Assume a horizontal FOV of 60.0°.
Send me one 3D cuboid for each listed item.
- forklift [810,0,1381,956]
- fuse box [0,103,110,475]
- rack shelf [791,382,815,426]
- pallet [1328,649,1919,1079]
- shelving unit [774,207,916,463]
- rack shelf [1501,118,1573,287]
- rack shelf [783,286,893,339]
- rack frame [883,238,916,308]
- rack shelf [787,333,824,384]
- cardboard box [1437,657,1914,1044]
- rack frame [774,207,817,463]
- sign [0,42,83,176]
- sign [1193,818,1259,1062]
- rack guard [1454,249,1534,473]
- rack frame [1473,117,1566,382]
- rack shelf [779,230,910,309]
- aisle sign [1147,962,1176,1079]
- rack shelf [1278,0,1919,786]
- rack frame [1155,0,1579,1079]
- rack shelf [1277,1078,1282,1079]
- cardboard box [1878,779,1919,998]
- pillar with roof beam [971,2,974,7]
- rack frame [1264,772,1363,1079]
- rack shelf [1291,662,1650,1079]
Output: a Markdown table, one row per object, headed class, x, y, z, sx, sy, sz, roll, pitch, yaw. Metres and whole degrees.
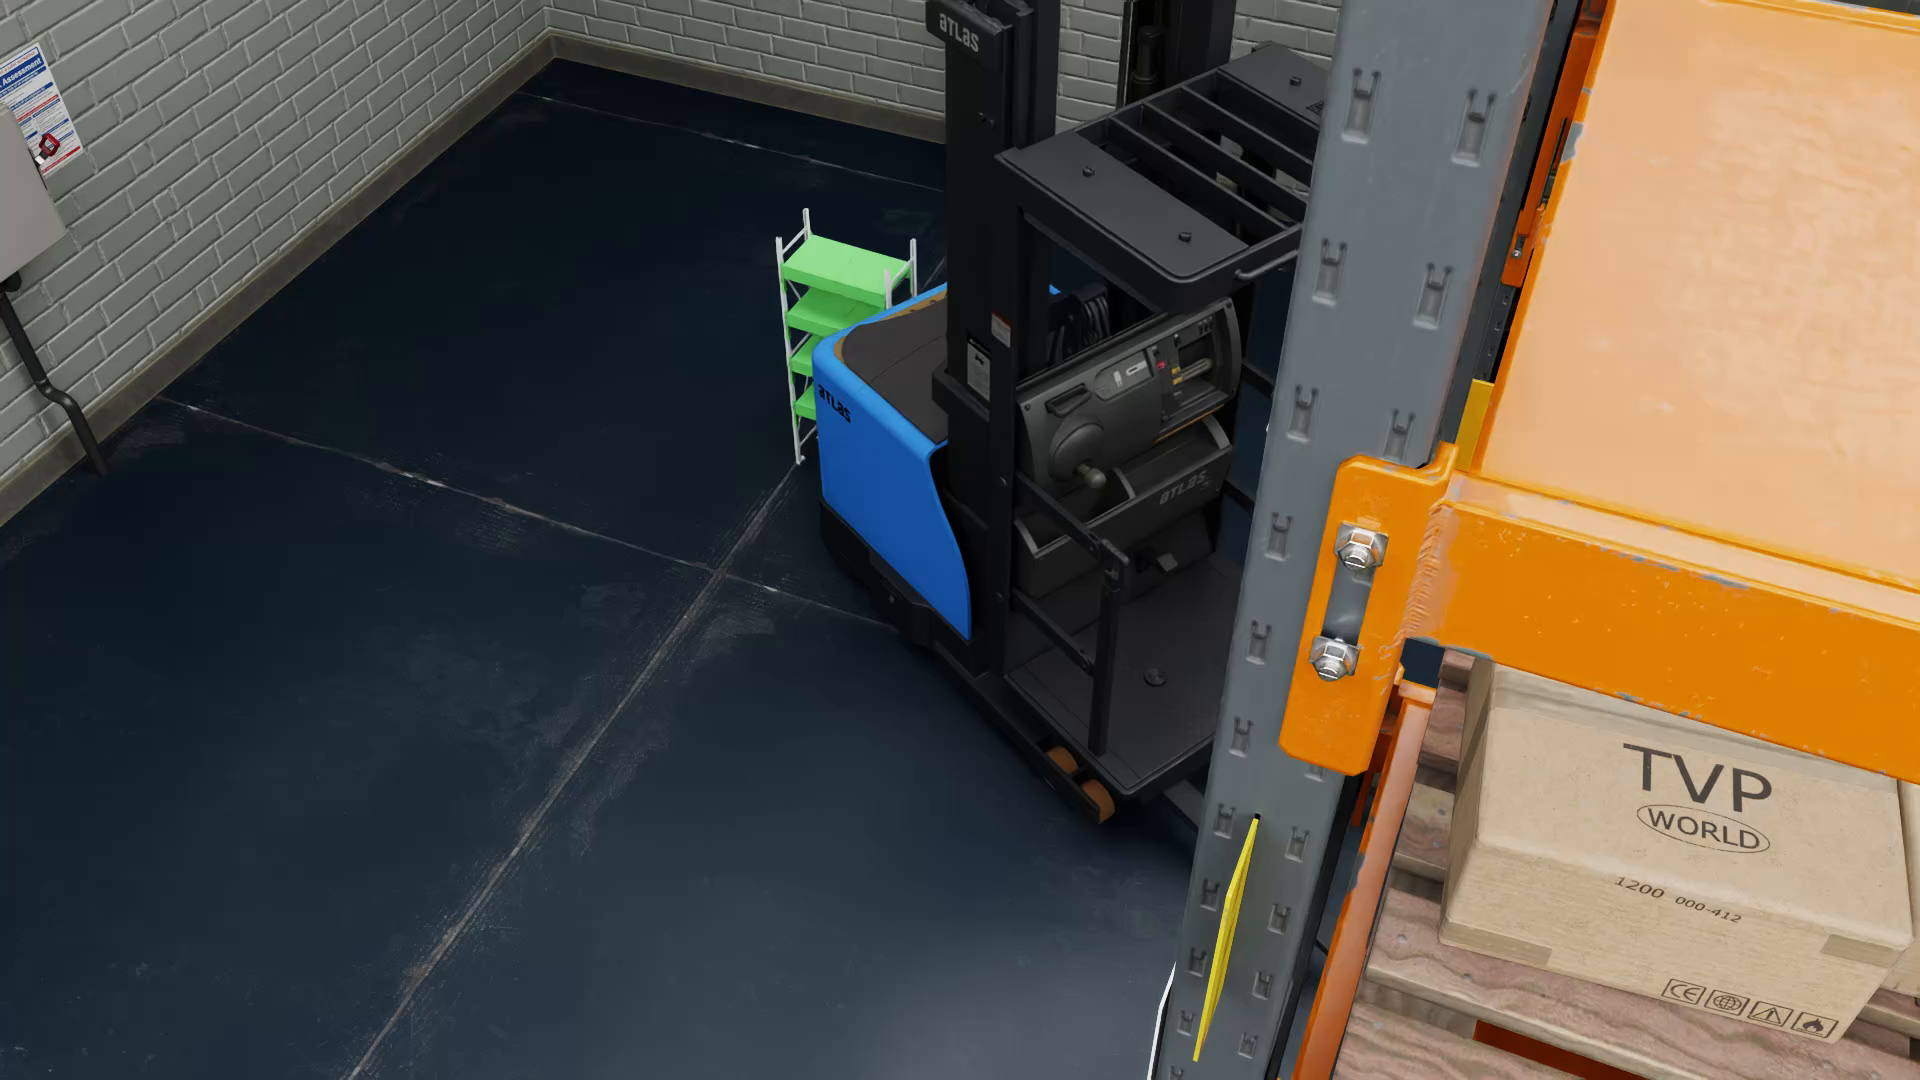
| class | x | y | z | sx | sy | sz | roll | pitch | yaw |
| --- | --- | --- | --- | --- | --- | --- | --- | --- | --- |
| forklift | 0.705 | -0.409 | 5.422 | 1.130 | 2.935 | 3.031 | -28 | 51 | -25 |
| fuse box | -3.775 | -0.922 | 6.803 | 0.414 | 1.711 | 0.539 | 16 | 47 | 16 |
| rack shelf | -0.458 | -0.556 | 7.228 | 0.480 | 0.148 | 0.258 | 19 | 48 | 18 |
| pallet | 1.184 | 0.627 | 2.268 | 1.213 | 0.211 | 1.003 | 16 | 47 | 16 |
| shelving unit | -0.458 | -0.771 | 7.014 | 0.503 | 1.200 | 0.258 | 19 | 48 | 18 |
| rack shelf | 4.248 | -0.969 | 6.447 | 4.000 | 0.370 | 1.077 | 16 | 47 | 16 |
| rack shelf | -0.458 | -0.896 | 6.889 | 0.480 | 0.148 | 0.258 | 19 | 48 | 18 |
| rack frame | -0.238 | -0.696 | 6.938 | 0.015 | 1.200 | 0.240 | 19 | 48 | 18 |
| rack shelf | -0.458 | -0.726 | 7.059 | 0.480 | 0.148 | 0.258 | 19 | 48 | 18 |
| cardboard box | 0.945 | 0.334 | 2.238 | 0.500 | 0.250 | 0.500 | 12 | 46 | 12 |
| rack frame | -0.677 | -0.847 | 7.089 | 0.015 | 1.200 | 0.240 | 19 | 48 | 18 |
| sign | -3.776 | -1.723 | 6.762 | 0.001 | 0.494 | 0.329 | 16 | 47 | 16 |
| sign | 0.276 | 0.423 | 1.735 | 0.005 | 0.325 | 0.100 | 16 | 47 | 16 |
| rack guard | 2.473 | -0.861 | 7.600 | 0.348 | 0.500 | 1.175 | 16 | 47 | 16 |
| rack frame | 2.402 | -1.768 | 6.739 | 0.127 | 3.000 | 1.000 | 16 | 47 | 16 |
| rack shelf | -0.458 | -1.066 | 6.720 | 0.480 | 0.148 | 0.258 | 19 | 48 | 18 |
| aisle sign | 0.317 | 0.712 | 2.403 | 0.004 | 0.787 | 0.394 | 16 | 47 | 16 |
| rack shelf | 2.341 | 0.278 | 1.223 | 4.000 | 0.370 | 1.077 | 16 | 47 | 16 |
| rack frame | 0.495 | -0.662 | 1.374 | 0.127 | 3.000 | 1.000 | 16 | 47 | 16 |
| rack shelf | 2.341 | 2.263 | 3.198 | 4.000 | 0.370 | 1.077 | 16 | 47 | 16 |
| cardboard box | 1.363 | 0.431 | 2.212 | 0.250 | 0.149 | 0.380 | 13 | 46 | 13 |
| pillar with roof beam | -1.396 | -2.411 | 3.132 | 0.400 | 9.000 | 9.100 | 16 | 47 | 16 |
| rack frame | 0.495 | 1.465 | 3.490 | 0.127 | 3.000 | 1.000 | 16 | 47 | 16 |
| rack shelf | 2.341 | 1.199 | 2.140 | 4.000 | 0.370 | 1.077 | 16 | 47 | 16 |
